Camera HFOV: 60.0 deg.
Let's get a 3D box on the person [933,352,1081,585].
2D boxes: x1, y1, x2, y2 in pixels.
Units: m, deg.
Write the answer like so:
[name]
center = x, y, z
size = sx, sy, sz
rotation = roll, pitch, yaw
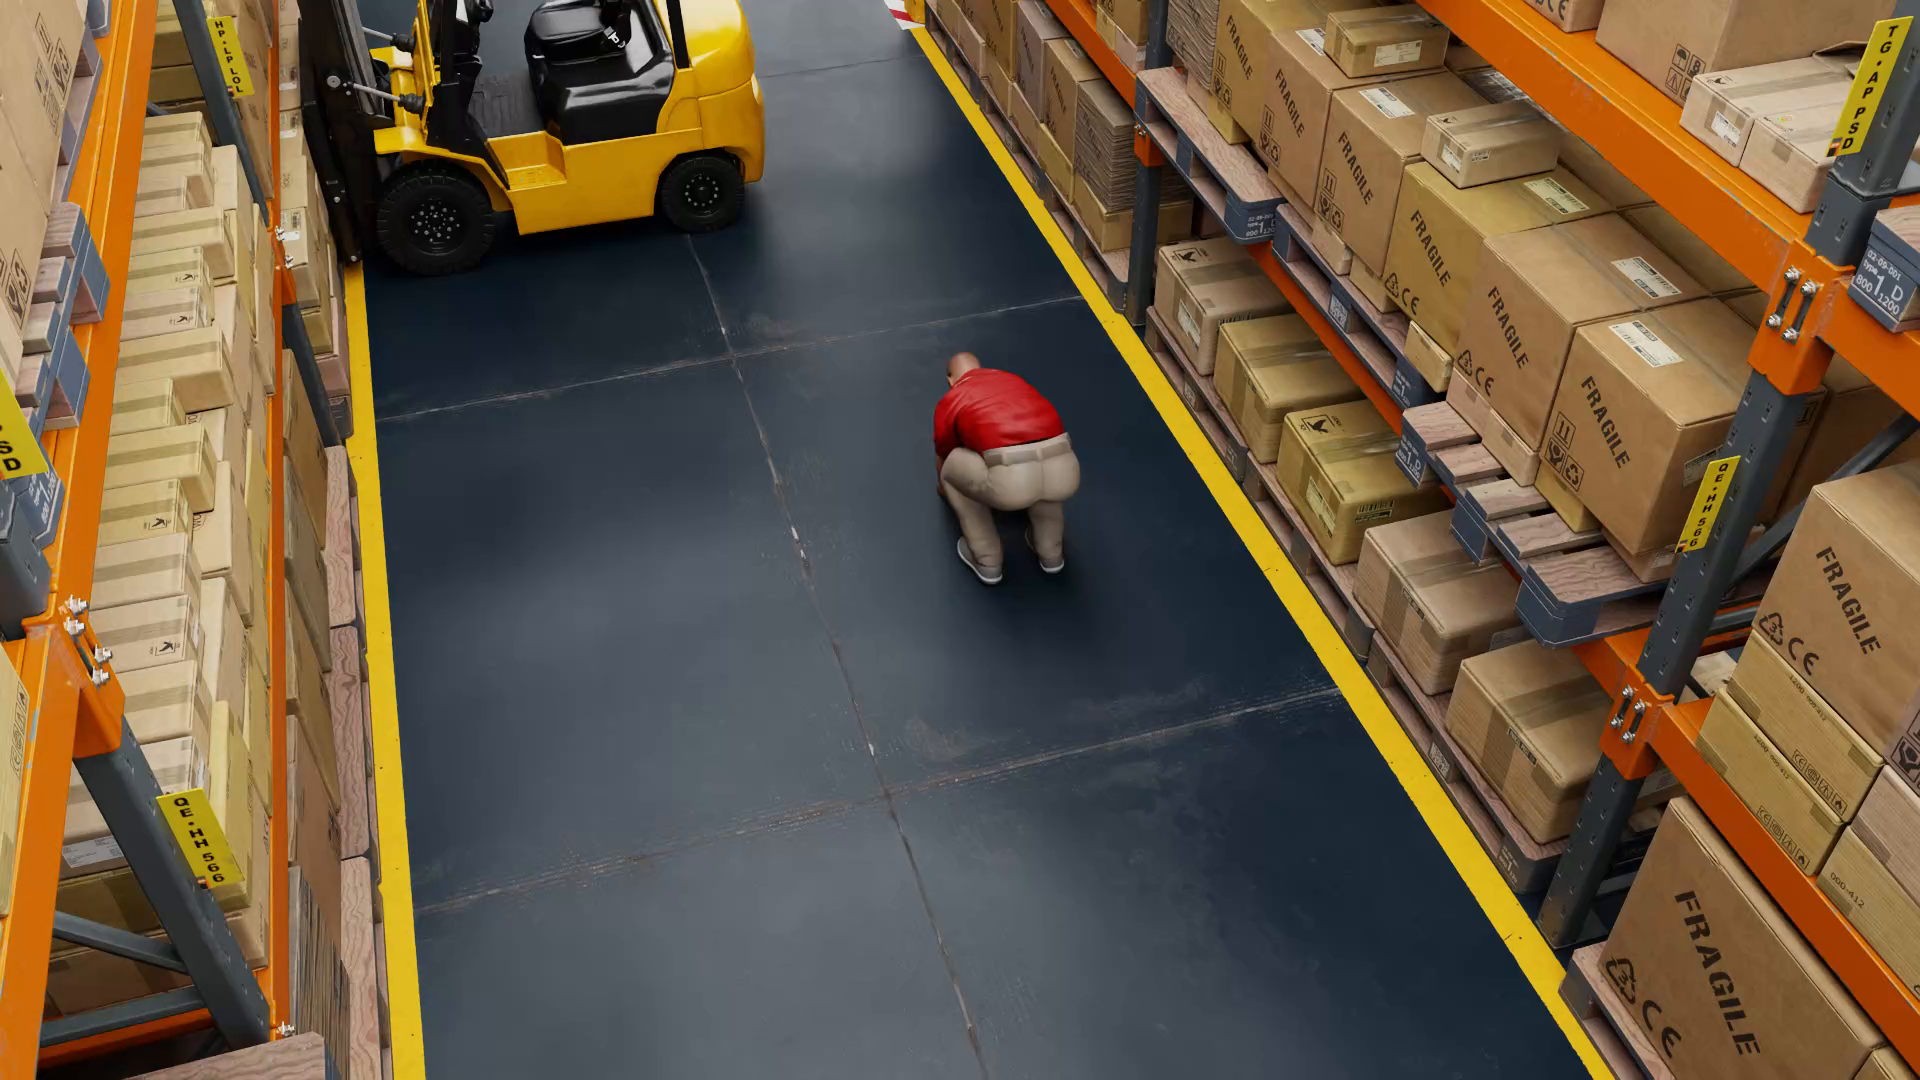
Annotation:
[person]
center = 0.174, -0.325, 7.221
size = 0.545, 0.845, 0.957
rotation = -13, 44, -14
